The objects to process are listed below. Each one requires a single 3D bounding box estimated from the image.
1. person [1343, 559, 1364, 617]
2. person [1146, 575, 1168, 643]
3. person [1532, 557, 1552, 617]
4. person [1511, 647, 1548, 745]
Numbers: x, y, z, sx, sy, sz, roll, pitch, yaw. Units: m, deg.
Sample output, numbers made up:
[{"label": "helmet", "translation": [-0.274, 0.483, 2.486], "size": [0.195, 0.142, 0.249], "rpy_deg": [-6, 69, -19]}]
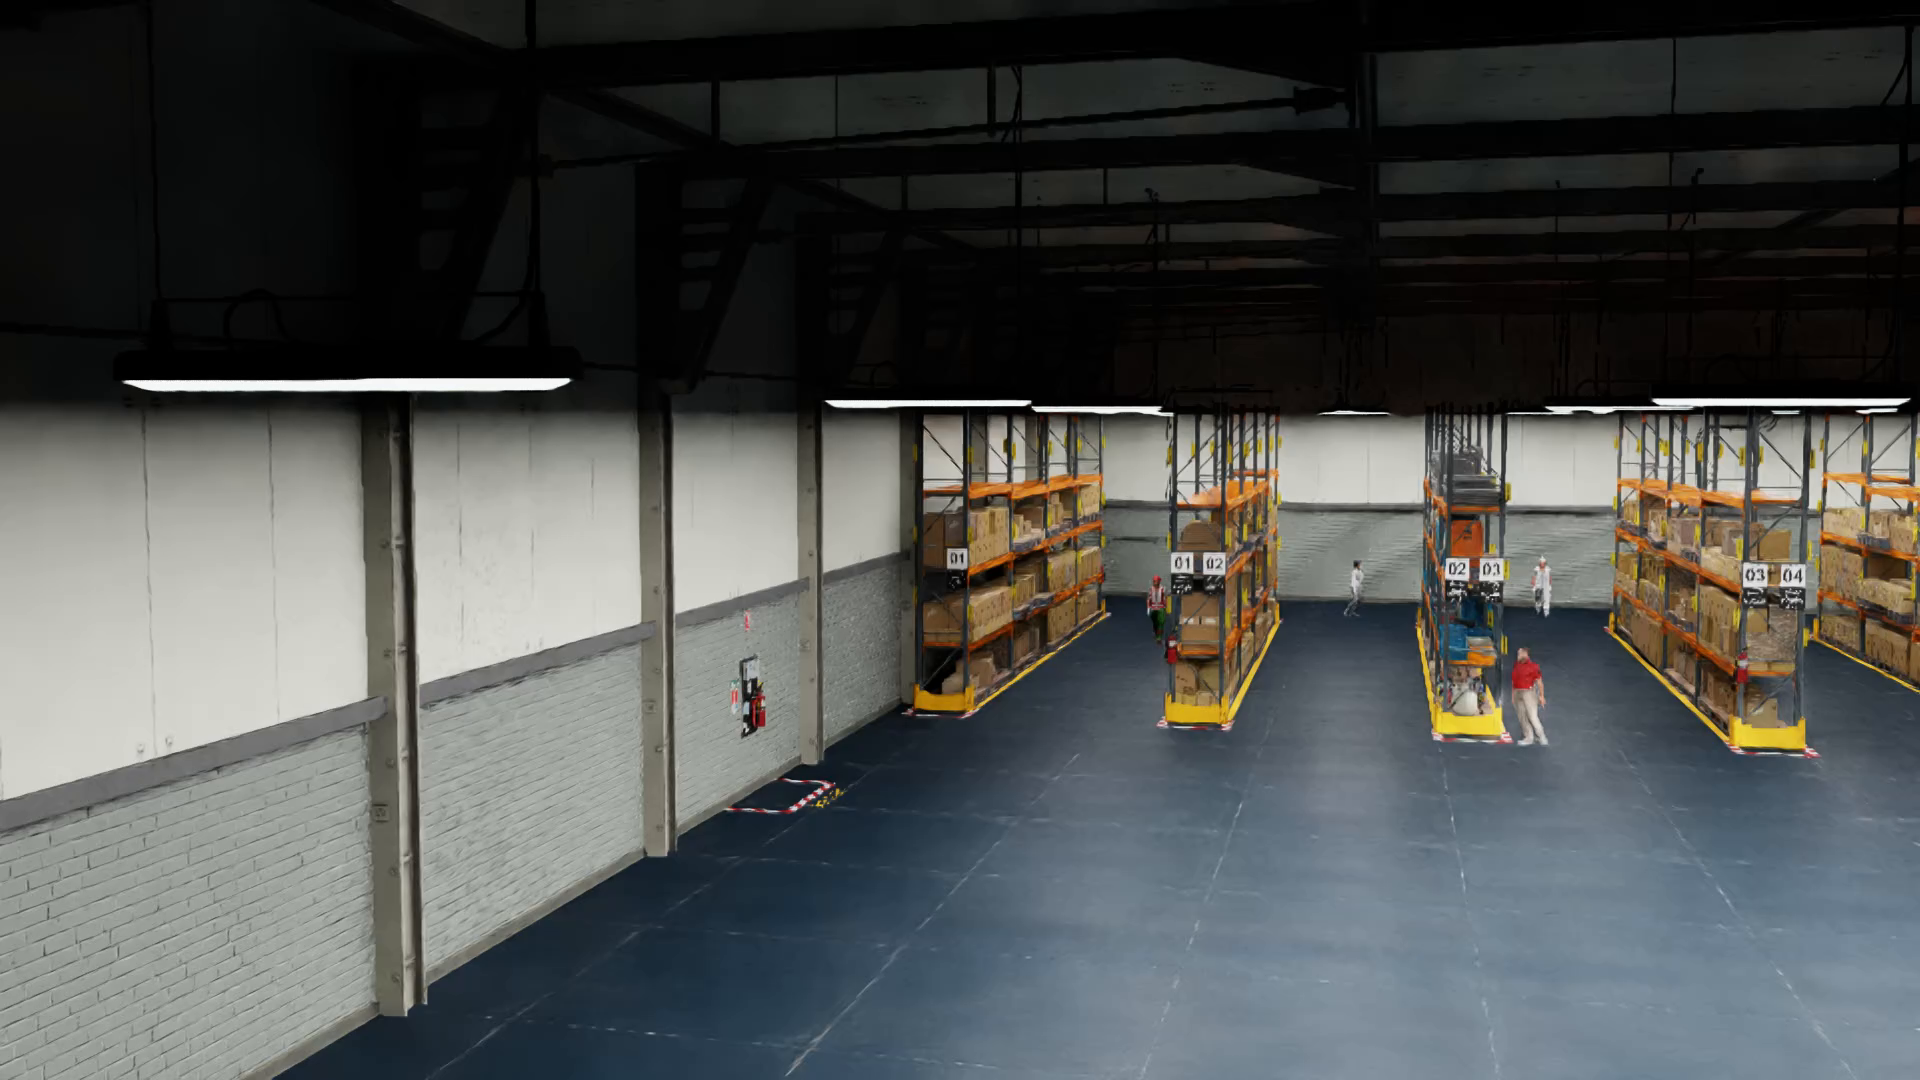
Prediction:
[{"label": "person", "translation": [11.251, 1.375, 47.528], "size": [0.453, 1.658, 0.643], "rpy_deg": [4, 5, 40]}, {"label": "person", "translation": [4.998, 1.737, 42.230], "size": [0.553, 1.706, 1.123], "rpy_deg": [1, 4, 16]}, {"label": "person", "translation": [16.702, 1.331, 47.728], "size": [0.553, 1.709, 1.122], "rpy_deg": [1, 4, 16]}, {"label": "person", "translation": [9.949, 2.721, 29.037], "size": [0.496, 1.709, 0.678], "rpy_deg": [-3, 5, -33]}]
